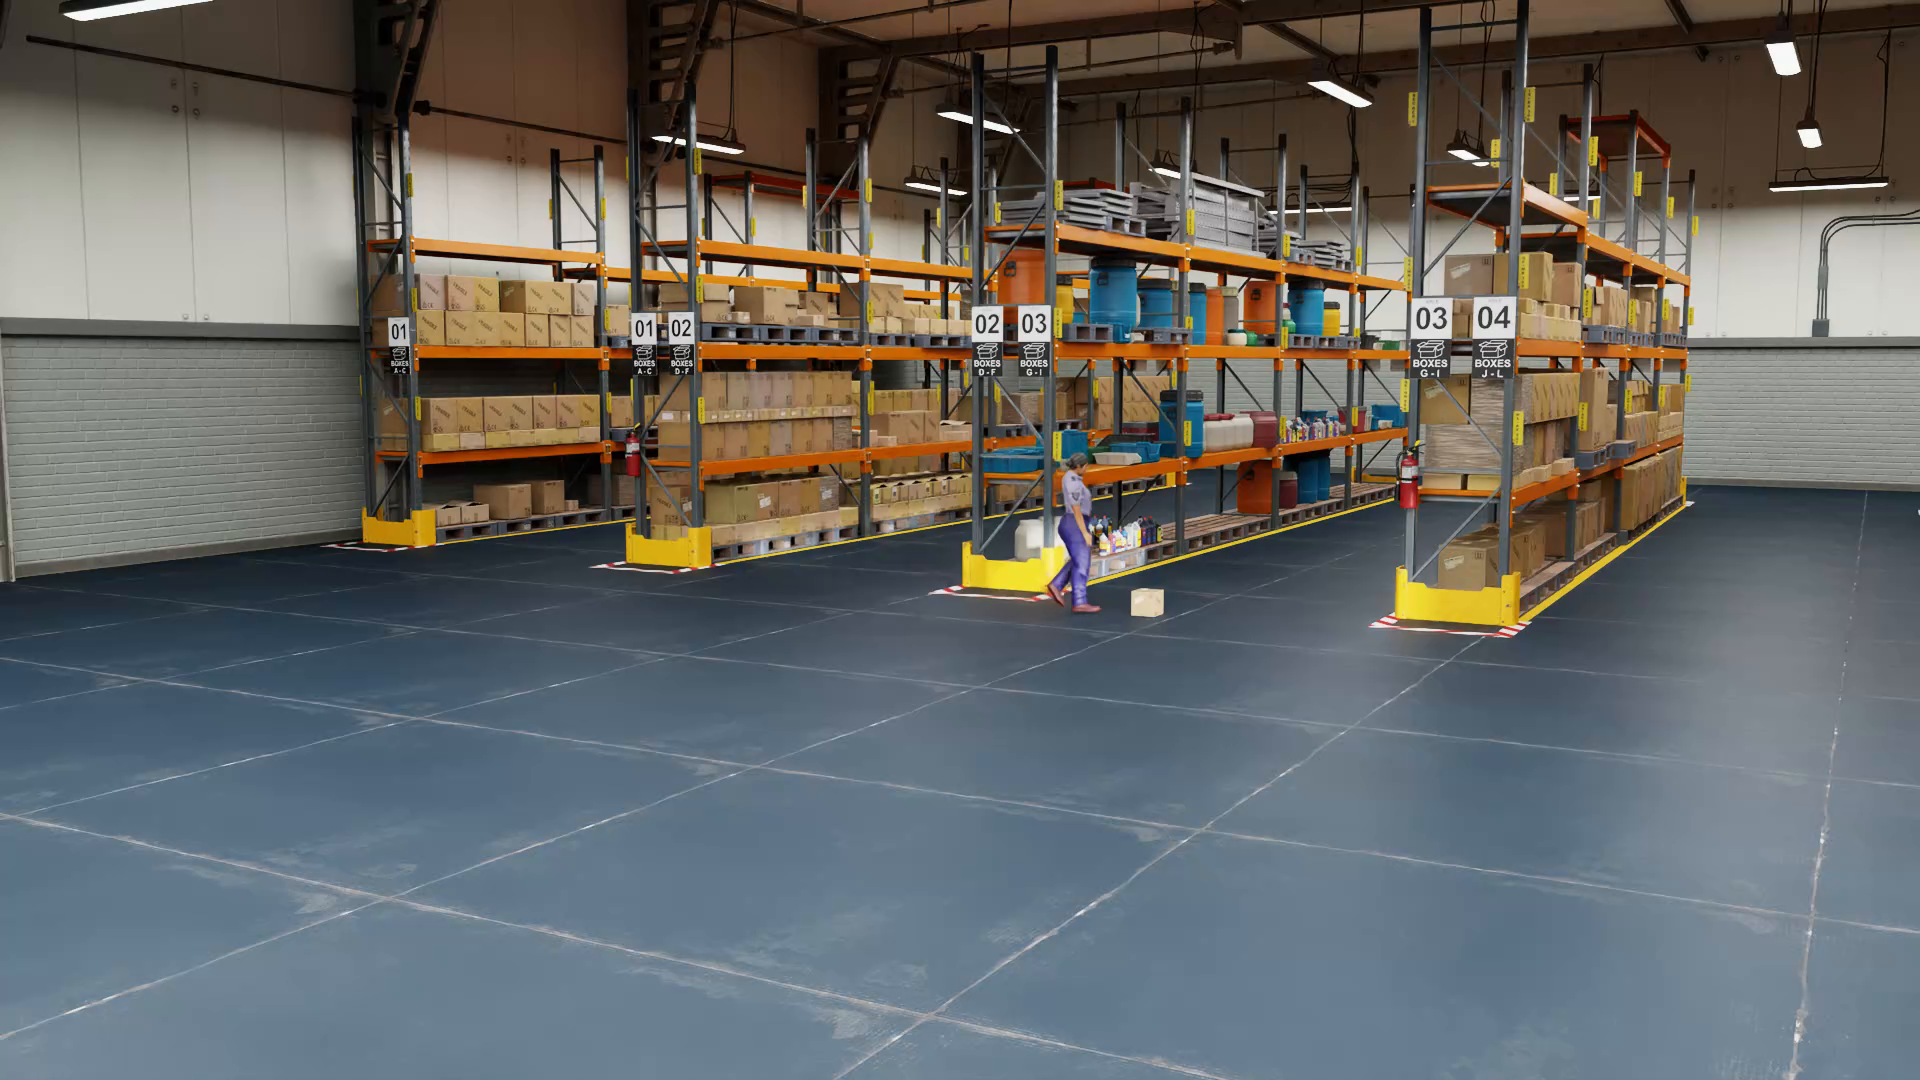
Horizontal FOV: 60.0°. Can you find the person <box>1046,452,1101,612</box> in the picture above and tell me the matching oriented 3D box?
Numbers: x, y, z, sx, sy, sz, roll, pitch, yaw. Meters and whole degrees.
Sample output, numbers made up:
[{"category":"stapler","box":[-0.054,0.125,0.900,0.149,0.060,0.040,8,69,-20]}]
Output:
[{"category":"person","box":[1.183,-0.085,17.151,0.520,1.623,0.538,0,6,-4]}]
